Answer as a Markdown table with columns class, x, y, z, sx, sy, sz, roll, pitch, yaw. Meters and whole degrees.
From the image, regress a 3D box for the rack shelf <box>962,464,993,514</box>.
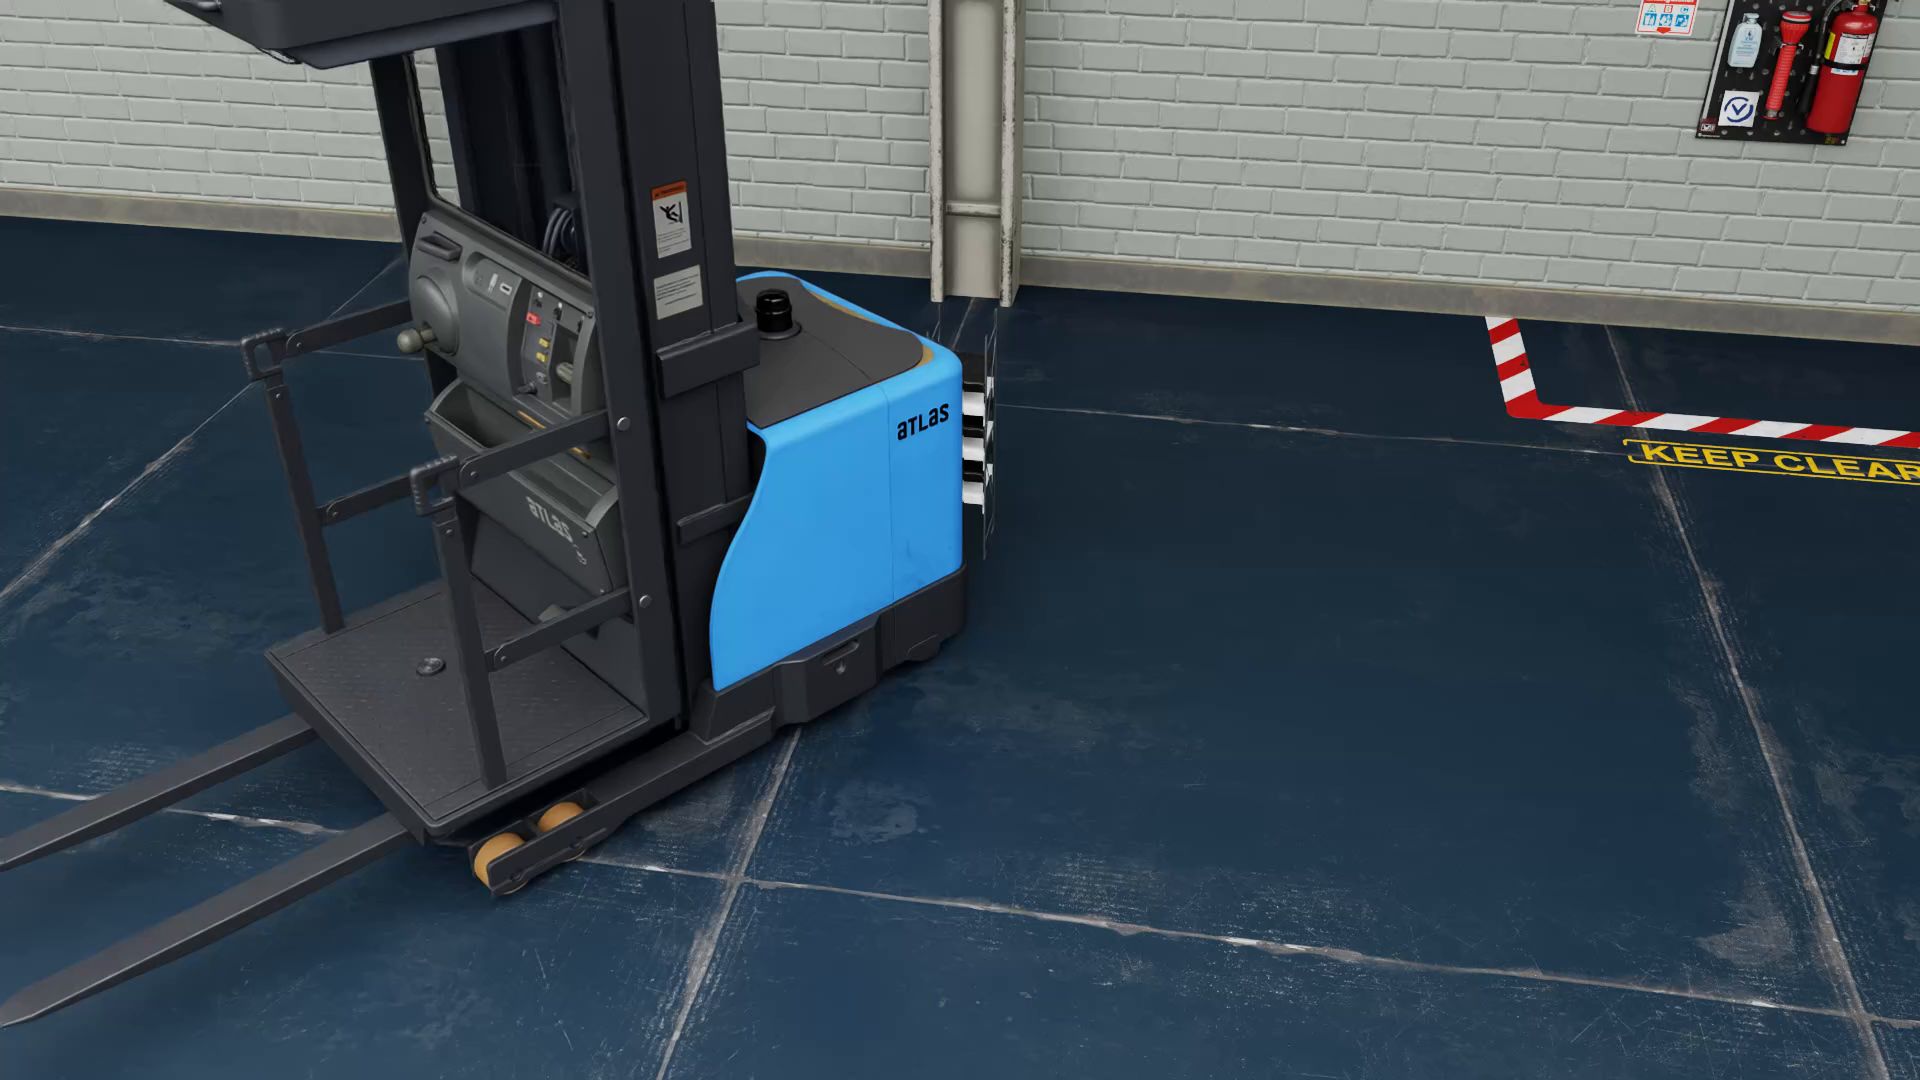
| class | x | y | z | sx | sy | sz | roll | pitch | yaw |
| --- | --- | --- | --- | --- | --- | --- | --- | --- | --- |
| rack shelf | 0.008 | -0.200 | 6.123 | 0.200 | 0.077 | 0.258 | 5 | 32 | 8 |

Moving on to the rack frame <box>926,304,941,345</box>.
| class | x | y | z | sx | sy | sz | roll | pitch | yaw |
| --- | --- | --- | --- | --- | --- | --- | --- | --- | --- |
| rack frame | -0.092 | -0.390 | 6.025 | 0.006 | 0.900 | 0.240 | 5 | 32 | 8 |

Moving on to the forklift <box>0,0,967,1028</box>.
| class | x | y | z | sx | sy | sz | roll | pitch | yaw |
| --- | --- | --- | --- | --- | --- | --- | --- | --- | --- |
| forklift | -1.402 | -0.564 | 4.389 | 3.031 | 2.935 | 1.130 | -26 | 40 | -35 |

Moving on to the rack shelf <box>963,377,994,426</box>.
| class | x | y | z | sx | sy | sz | roll | pitch | yaw |
| --- | --- | --- | --- | --- | --- | --- | --- | --- | --- |
| rack shelf | 0.008 | -0.505 | 5.932 | 0.200 | 0.077 | 0.258 | 5 | 32 | 8 |

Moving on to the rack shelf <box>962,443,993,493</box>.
| class | x | y | z | sx | sy | sz | roll | pitch | yaw |
| --- | --- | --- | --- | --- | --- | --- | --- | --- | --- |
| rack shelf | 0.008 | -0.276 | 6.076 | 0.200 | 0.077 | 0.258 | 5 | 32 | 8 |

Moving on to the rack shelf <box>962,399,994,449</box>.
| class | x | y | z | sx | sy | sz | roll | pitch | yaw |
| --- | --- | --- | --- | --- | --- | --- | --- | --- | --- |
| rack shelf | 0.008 | -0.429 | 5.980 | 0.200 | 0.077 | 0.258 | 5 | 32 | 8 |

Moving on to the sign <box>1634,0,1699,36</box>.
| class | x | y | z | sx | sy | sz | roll | pitch | yaw |
| --- | --- | --- | --- | --- | --- | --- | --- | --- | --- |
| sign | 3.036 | -2.322 | 7.099 | 0.234 | 0.329 | 0.001 | 5 | 32 | 8 |

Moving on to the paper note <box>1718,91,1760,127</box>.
| class | x | y | z | sx | sy | sz | roll | pitch | yaw |
| --- | --- | --- | --- | --- | --- | --- | --- | --- | --- |
| paper note | 3.401 | -1.882 | 7.260 | 0.142 | 0.148 | 0.016 | 5 | 32 | 8 |

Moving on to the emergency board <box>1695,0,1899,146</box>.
| class | x | y | z | sx | sy | sz | roll | pitch | yaw |
| --- | --- | --- | --- | --- | --- | --- | --- | --- | --- |
| emergency board | 3.564 | -2.204 | 6.944 | 0.643 | 1.169 | 0.194 | 5 | 32 | 8 |

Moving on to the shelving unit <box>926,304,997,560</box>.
| class | x | y | z | sx | sy | sz | roll | pitch | yaw |
| --- | --- | --- | --- | --- | --- | --- | --- | --- | --- |
| shelving unit | 0.008 | -0.381 | 6.010 | 0.210 | 0.900 | 0.258 | 5 | 32 | 8 |

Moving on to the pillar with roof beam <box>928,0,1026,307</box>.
| class | x | y | z | sx | sy | sz | roll | pitch | yaw |
| --- | --- | --- | --- | --- | --- | --- | --- | --- | --- |
| pillar with roof beam | -0.645 | -2.790 | 2.226 | 0.400 | 9.000 | 9.100 | 5 | 32 | 8 |

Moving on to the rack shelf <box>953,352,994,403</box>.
| class | x | y | z | sx | sy | sz | roll | pitch | yaw |
| --- | --- | --- | --- | --- | --- | --- | --- | --- | --- |
| rack shelf | 0.008 | -0.581 | 5.884 | 0.200 | 0.077 | 0.258 | 5 | 32 | 8 |

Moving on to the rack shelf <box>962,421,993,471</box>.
| class | x | y | z | sx | sy | sz | roll | pitch | yaw |
| --- | --- | --- | --- | --- | --- | --- | --- | --- | --- |
| rack shelf | 0.008 | -0.352 | 6.028 | 0.200 | 0.077 | 0.258 | 5 | 32 | 8 |

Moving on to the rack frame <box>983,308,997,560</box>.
| class | x | y | z | sx | sy | sz | roll | pitch | yaw |
| --- | --- | --- | --- | --- | --- | --- | --- | --- | --- |
| rack frame | 0.108 | -0.372 | 5.996 | 0.006 | 0.900 | 0.240 | 5 | 32 | 8 |
